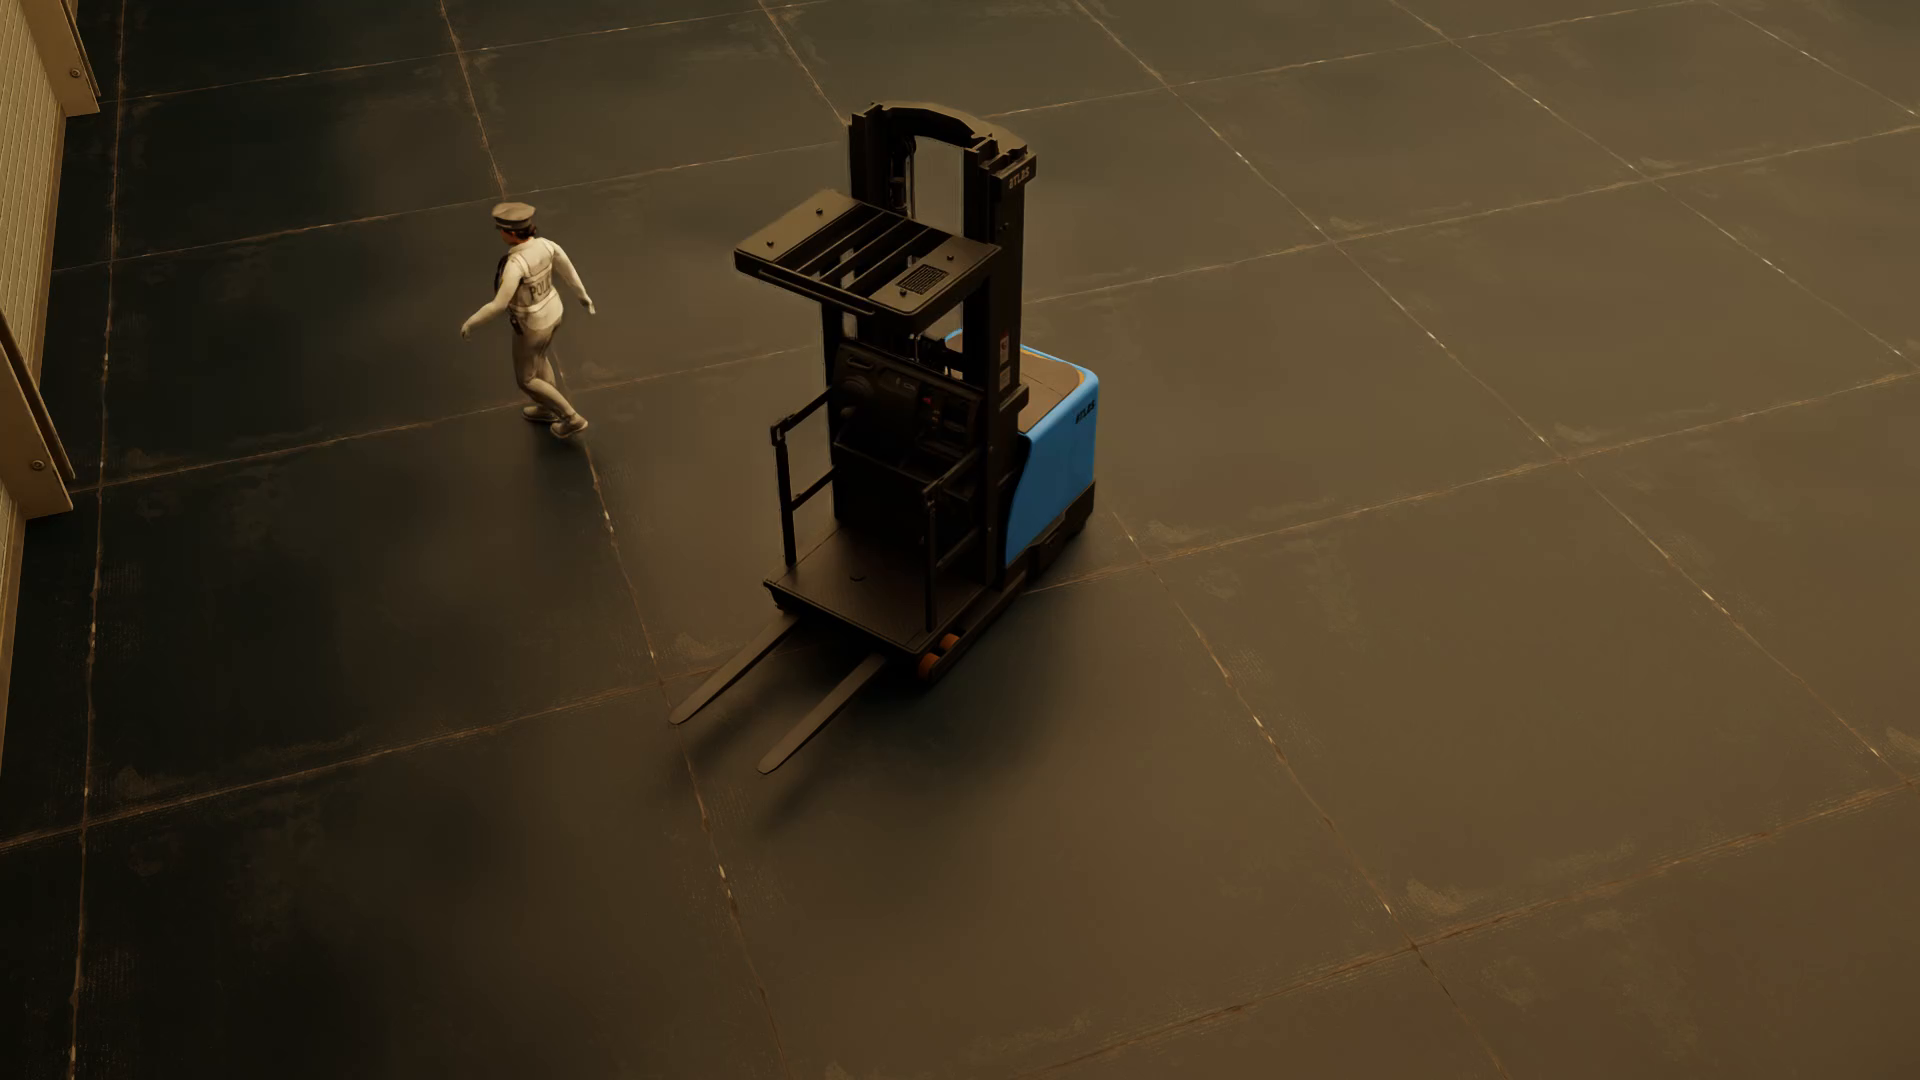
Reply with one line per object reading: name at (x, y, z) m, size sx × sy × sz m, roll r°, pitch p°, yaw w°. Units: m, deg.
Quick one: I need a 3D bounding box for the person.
person at (-2.715, -1.395, 10.664) m, size 0.653 × 1.652 × 0.787 m, roll 13°, pitch 42°, yaw 15°

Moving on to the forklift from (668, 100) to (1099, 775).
forklift at (-0.414, -0.676, 8.802) m, size 1.130 × 2.935 × 3.031 m, roll 24°, pitch 46°, yaw 26°
